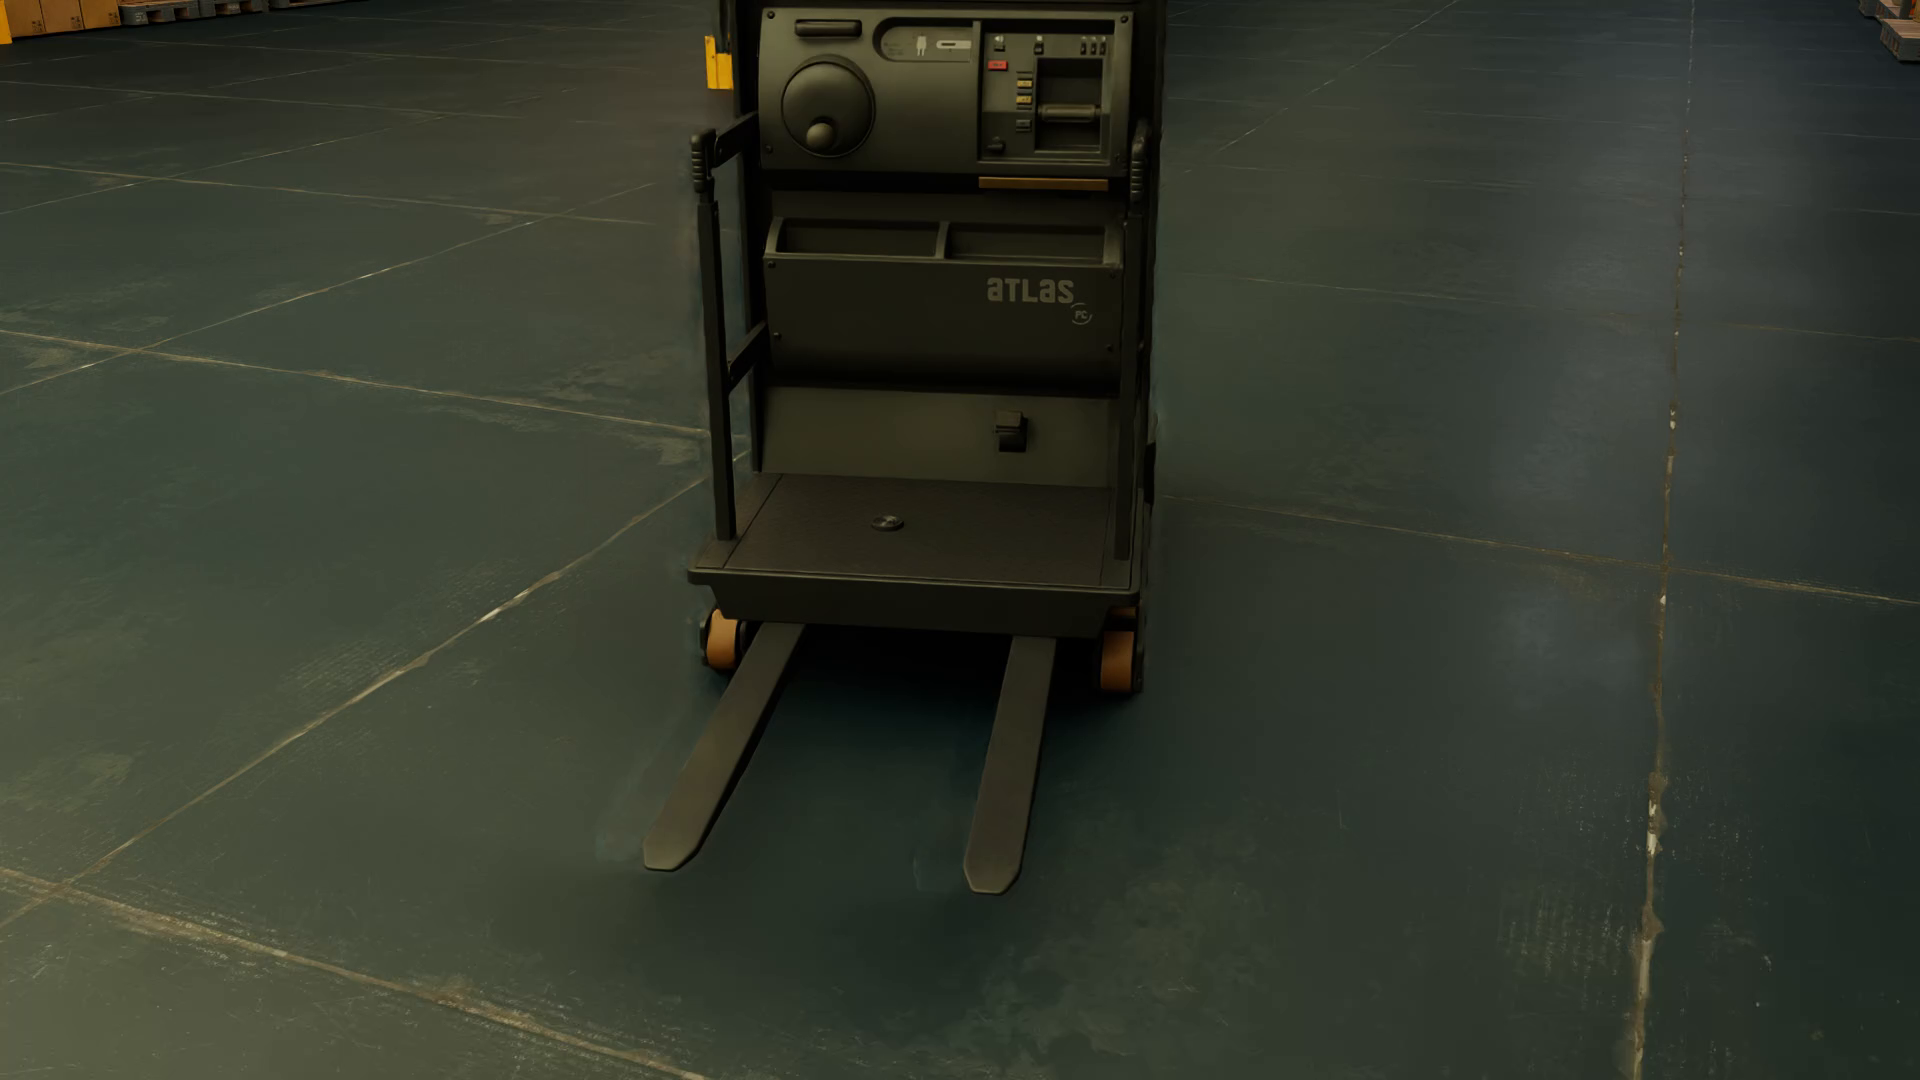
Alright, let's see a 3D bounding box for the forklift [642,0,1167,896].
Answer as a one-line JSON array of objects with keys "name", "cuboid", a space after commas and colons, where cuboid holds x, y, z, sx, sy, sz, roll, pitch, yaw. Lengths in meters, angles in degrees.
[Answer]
[{"name": "forklift", "cuboid": [-0.064, -1.106, 3.937, 1.130, 2.935, 3.031, 3, 23, 7]}]
